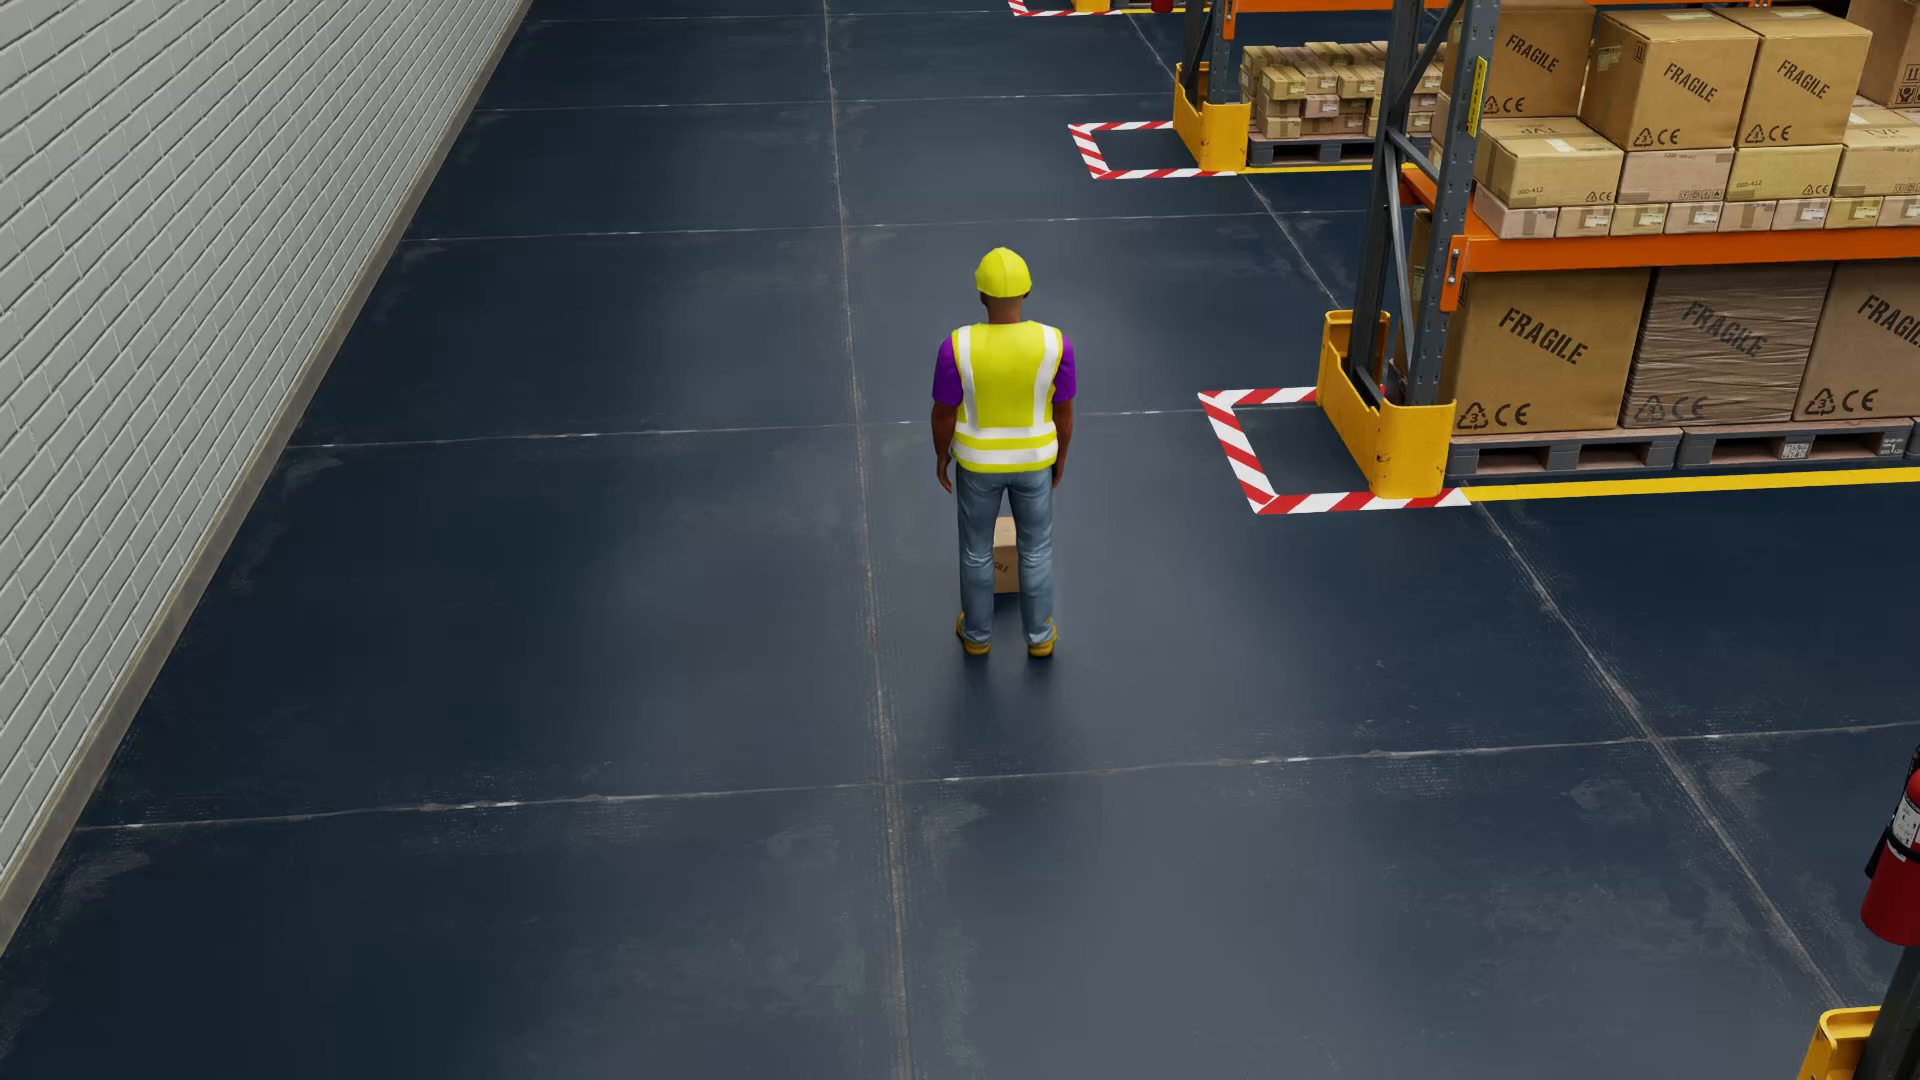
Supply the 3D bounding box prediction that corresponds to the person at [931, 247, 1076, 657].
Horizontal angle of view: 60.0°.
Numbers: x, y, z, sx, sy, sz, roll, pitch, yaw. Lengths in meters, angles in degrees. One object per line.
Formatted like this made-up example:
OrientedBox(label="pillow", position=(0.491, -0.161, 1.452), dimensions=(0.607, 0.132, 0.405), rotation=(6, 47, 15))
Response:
OrientedBox(label="person", position=(0.167, -0.319, 6.674), dimensions=(0.564, 1.791, 0.361), rotation=(-2, 31, -3))
